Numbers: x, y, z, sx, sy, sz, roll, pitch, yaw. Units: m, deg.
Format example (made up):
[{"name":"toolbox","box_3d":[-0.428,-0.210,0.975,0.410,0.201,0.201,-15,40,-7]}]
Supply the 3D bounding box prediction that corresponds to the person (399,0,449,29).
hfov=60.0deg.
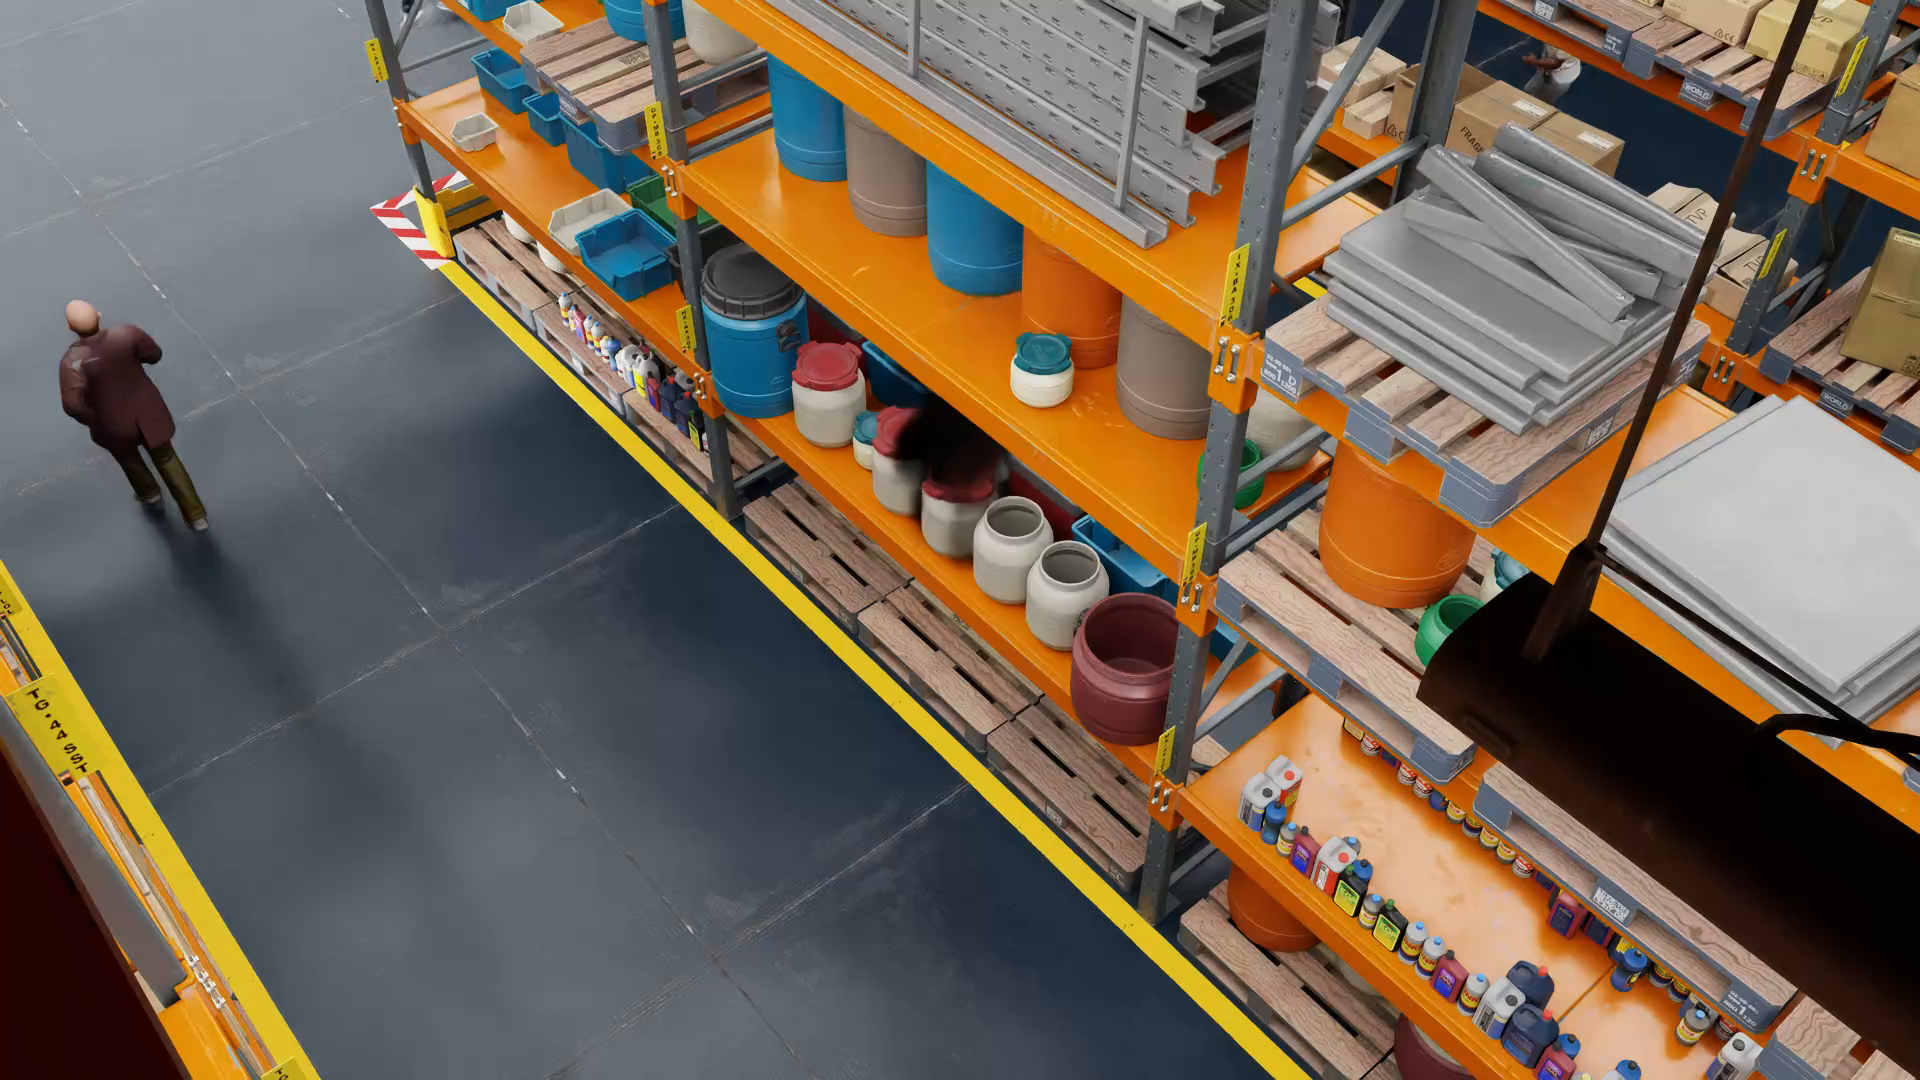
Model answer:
[{"name":"person","box_3d":[-4.989,-5.436,15.055,0.706,1.654,0.552,-9,47,-9]}]

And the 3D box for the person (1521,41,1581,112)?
[{"name":"person","box_3d":[4.813,-3.779,13.438,0.557,1.660,0.568,27,52,23]}]

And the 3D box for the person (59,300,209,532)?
[{"name":"person","box_3d":[-5.224,-0.778,10.465,0.690,1.819,0.910,-32,54,-27]}]
